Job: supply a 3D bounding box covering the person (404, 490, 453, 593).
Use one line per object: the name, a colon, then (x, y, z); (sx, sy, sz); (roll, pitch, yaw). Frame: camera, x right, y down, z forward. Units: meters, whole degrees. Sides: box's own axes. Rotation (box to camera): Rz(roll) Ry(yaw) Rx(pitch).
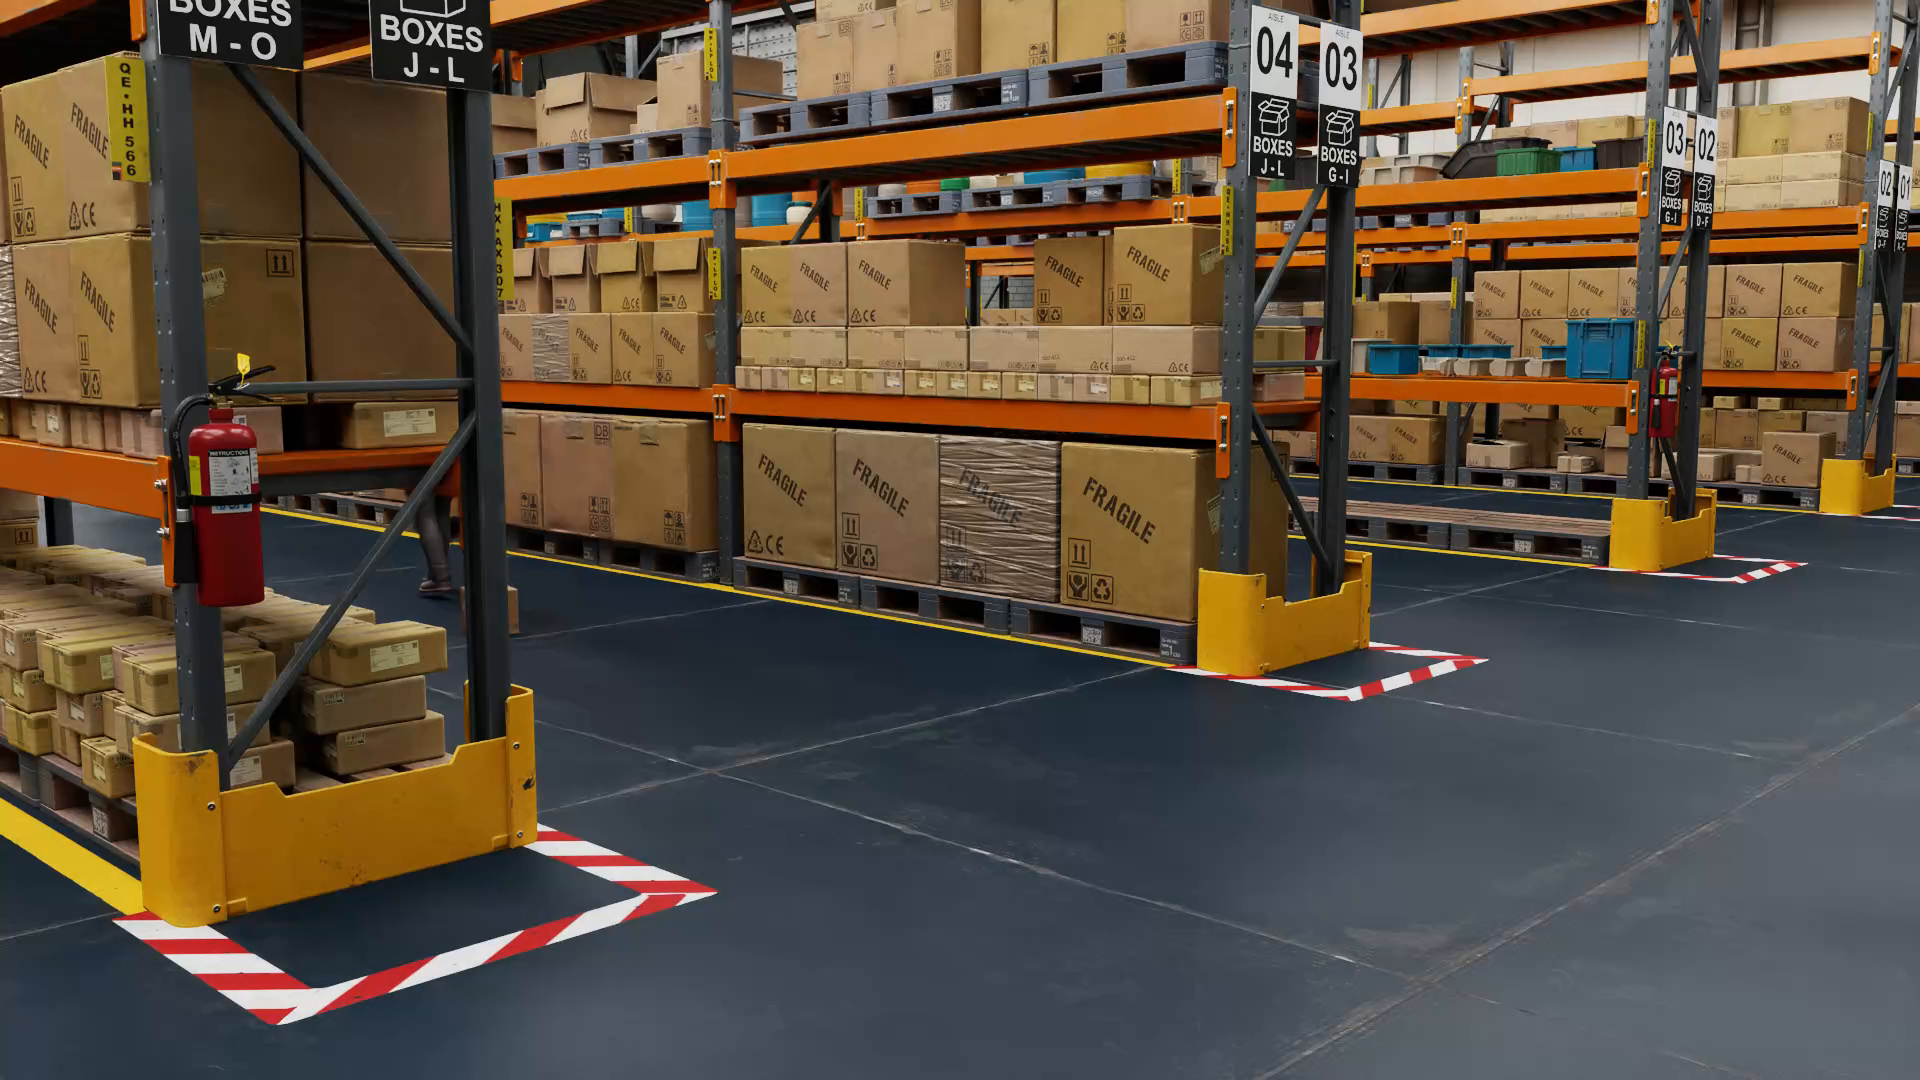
person: (-3.431, -0.472, 10.608); (0.463, 1.681, 0.763); (-6, 9, -38)
